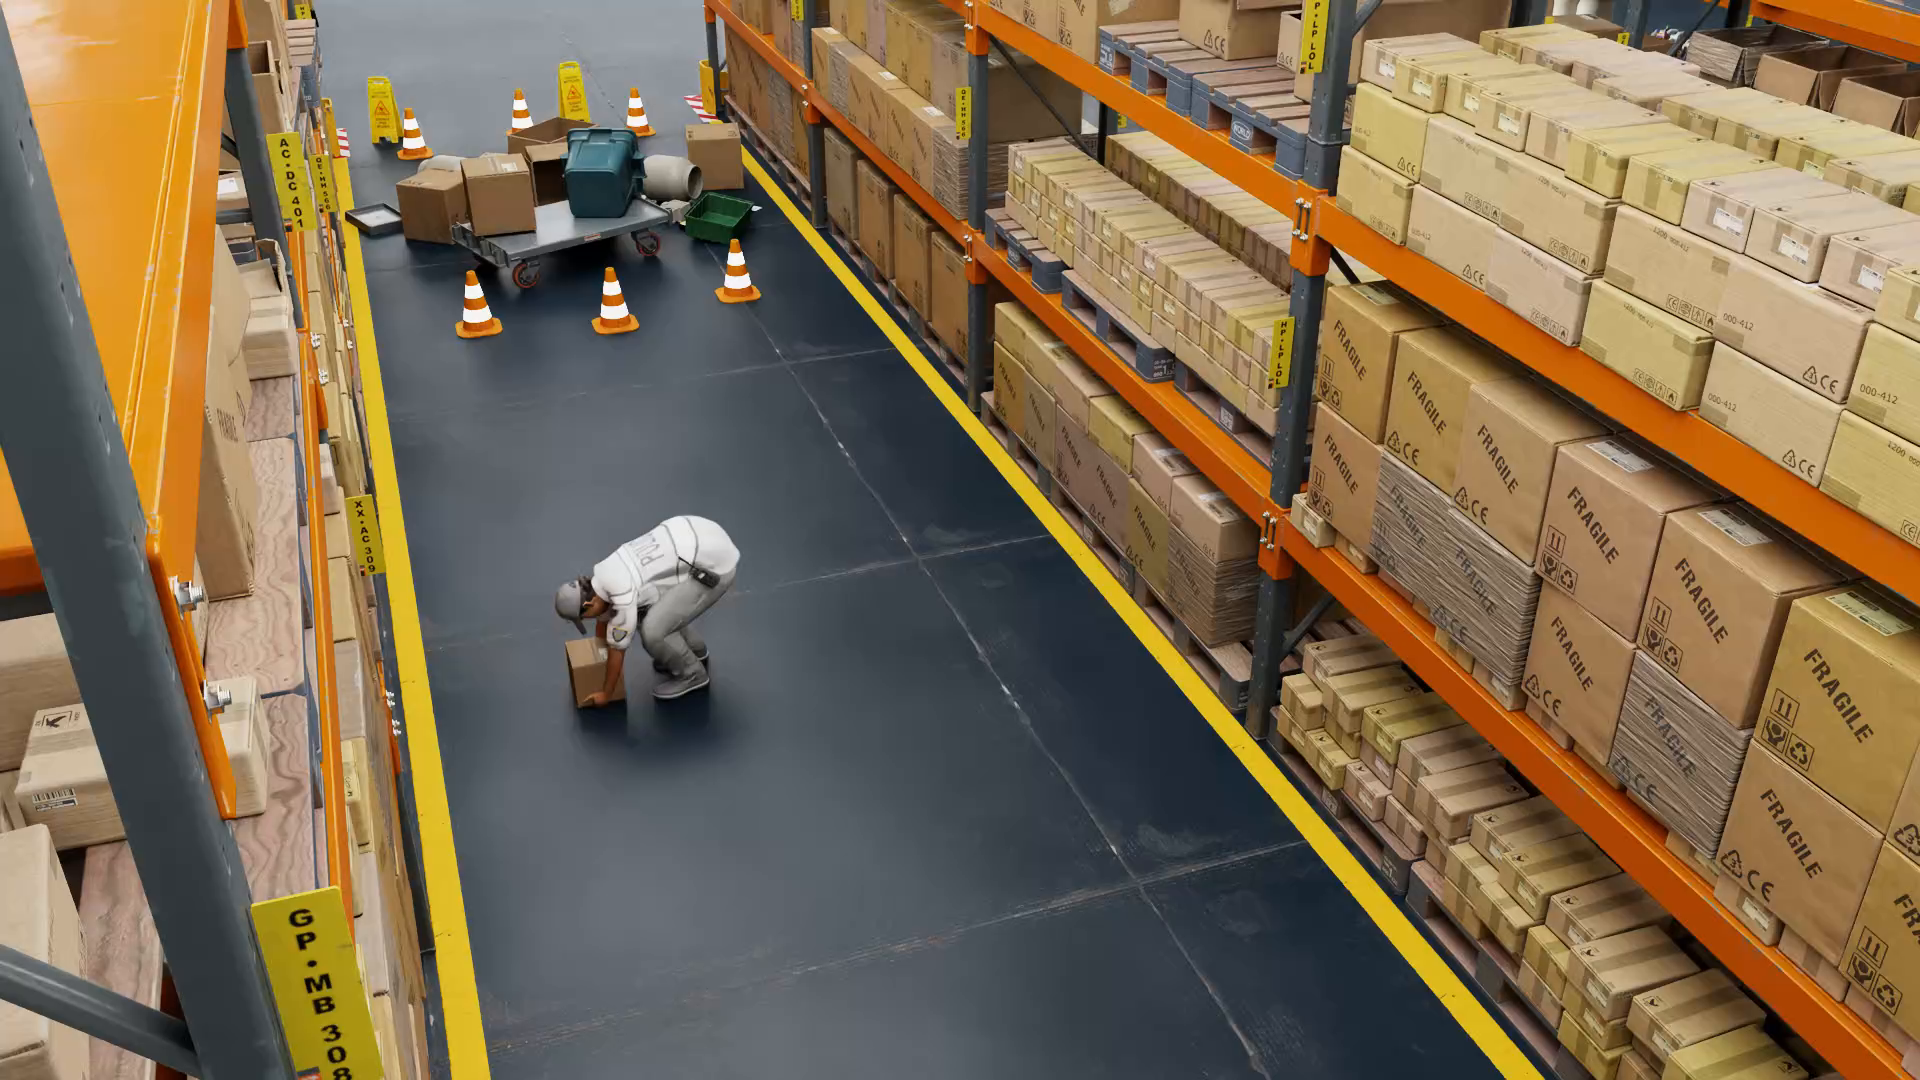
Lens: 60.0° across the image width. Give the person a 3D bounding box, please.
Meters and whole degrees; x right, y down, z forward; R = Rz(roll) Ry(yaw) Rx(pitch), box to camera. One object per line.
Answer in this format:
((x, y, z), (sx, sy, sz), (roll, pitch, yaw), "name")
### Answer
((-1.581, 0.362, 8.488), (0.936, 0.887, 0.508), (-12, 32, -20), "person")
